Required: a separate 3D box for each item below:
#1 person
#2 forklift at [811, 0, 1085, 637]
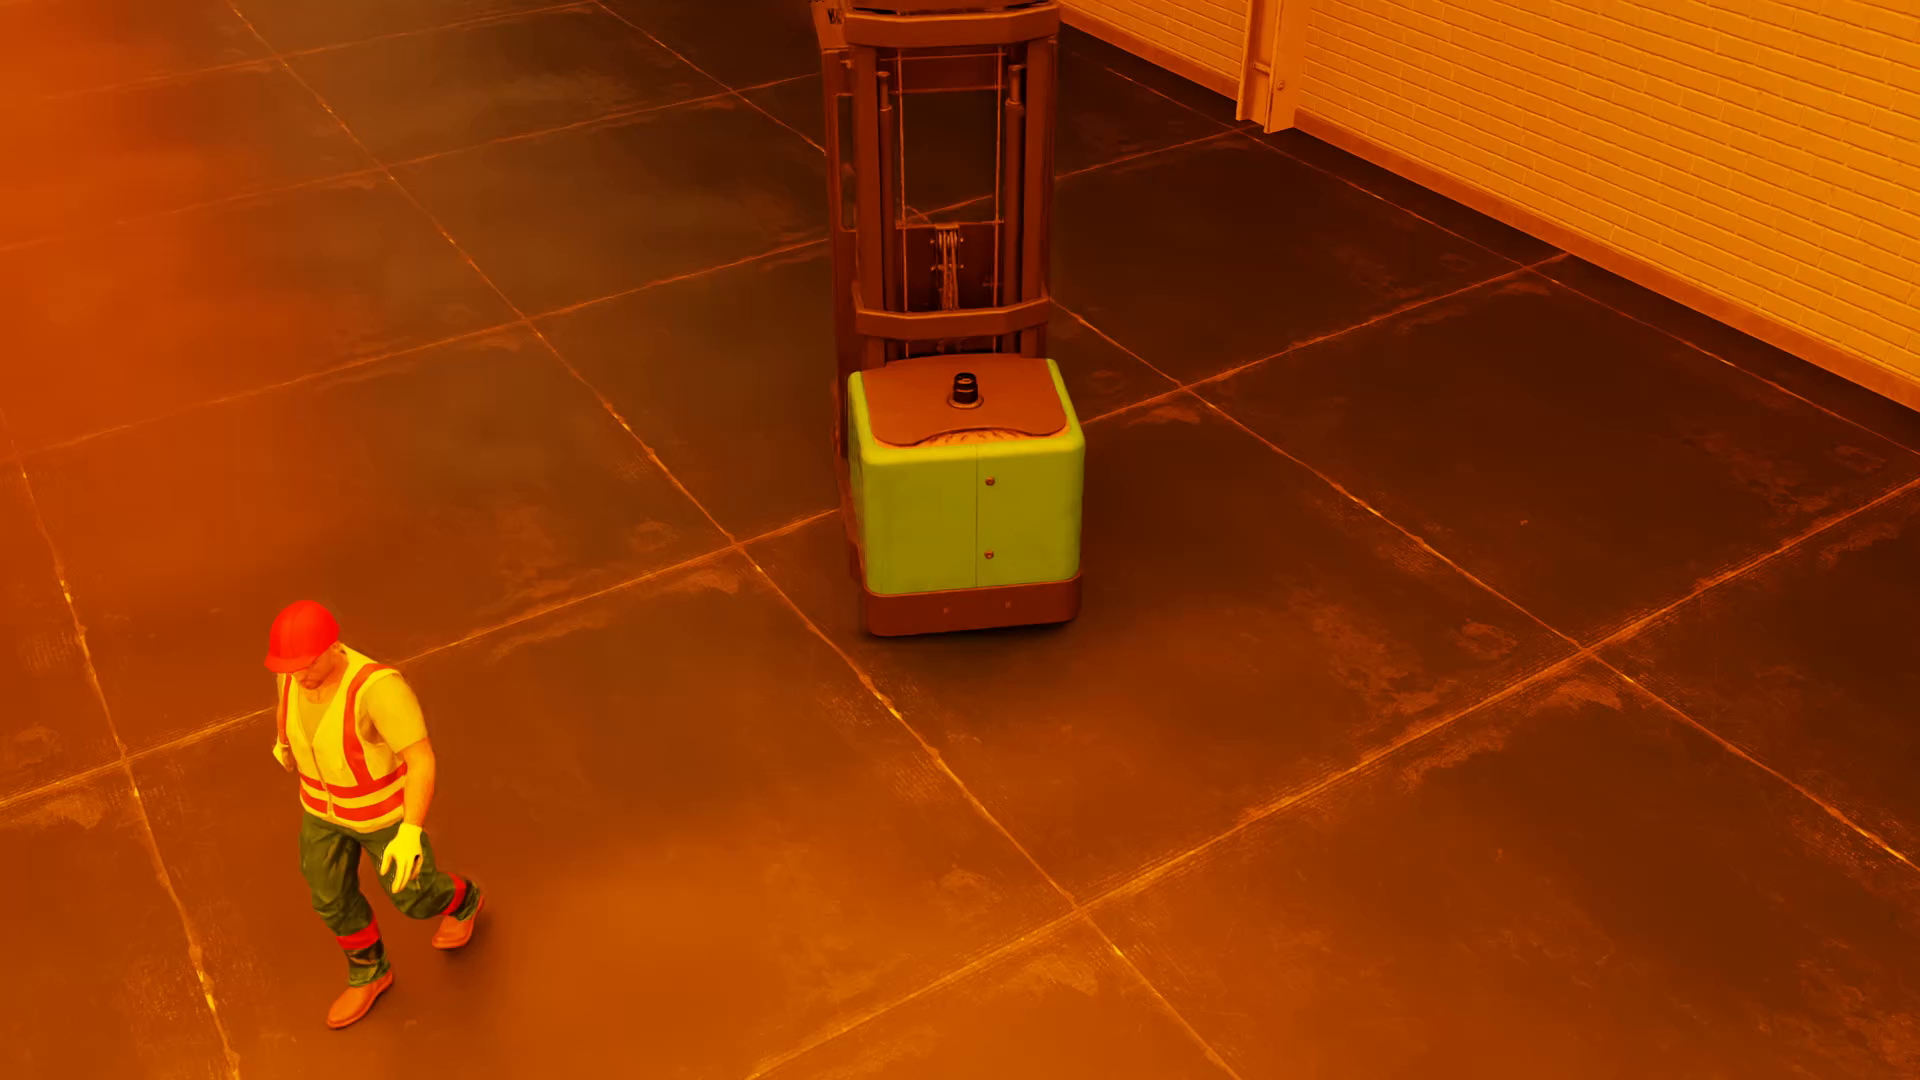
[{"bbox_3d":[-2.122,0.933,5.839,0.928,1.763,0.723,11,37,15],"label":"person"},{"bbox_3d":[-0.130,-1.576,8.390,1.130,2.935,3.031,-5,35,-6],"label":"forklift"}]
